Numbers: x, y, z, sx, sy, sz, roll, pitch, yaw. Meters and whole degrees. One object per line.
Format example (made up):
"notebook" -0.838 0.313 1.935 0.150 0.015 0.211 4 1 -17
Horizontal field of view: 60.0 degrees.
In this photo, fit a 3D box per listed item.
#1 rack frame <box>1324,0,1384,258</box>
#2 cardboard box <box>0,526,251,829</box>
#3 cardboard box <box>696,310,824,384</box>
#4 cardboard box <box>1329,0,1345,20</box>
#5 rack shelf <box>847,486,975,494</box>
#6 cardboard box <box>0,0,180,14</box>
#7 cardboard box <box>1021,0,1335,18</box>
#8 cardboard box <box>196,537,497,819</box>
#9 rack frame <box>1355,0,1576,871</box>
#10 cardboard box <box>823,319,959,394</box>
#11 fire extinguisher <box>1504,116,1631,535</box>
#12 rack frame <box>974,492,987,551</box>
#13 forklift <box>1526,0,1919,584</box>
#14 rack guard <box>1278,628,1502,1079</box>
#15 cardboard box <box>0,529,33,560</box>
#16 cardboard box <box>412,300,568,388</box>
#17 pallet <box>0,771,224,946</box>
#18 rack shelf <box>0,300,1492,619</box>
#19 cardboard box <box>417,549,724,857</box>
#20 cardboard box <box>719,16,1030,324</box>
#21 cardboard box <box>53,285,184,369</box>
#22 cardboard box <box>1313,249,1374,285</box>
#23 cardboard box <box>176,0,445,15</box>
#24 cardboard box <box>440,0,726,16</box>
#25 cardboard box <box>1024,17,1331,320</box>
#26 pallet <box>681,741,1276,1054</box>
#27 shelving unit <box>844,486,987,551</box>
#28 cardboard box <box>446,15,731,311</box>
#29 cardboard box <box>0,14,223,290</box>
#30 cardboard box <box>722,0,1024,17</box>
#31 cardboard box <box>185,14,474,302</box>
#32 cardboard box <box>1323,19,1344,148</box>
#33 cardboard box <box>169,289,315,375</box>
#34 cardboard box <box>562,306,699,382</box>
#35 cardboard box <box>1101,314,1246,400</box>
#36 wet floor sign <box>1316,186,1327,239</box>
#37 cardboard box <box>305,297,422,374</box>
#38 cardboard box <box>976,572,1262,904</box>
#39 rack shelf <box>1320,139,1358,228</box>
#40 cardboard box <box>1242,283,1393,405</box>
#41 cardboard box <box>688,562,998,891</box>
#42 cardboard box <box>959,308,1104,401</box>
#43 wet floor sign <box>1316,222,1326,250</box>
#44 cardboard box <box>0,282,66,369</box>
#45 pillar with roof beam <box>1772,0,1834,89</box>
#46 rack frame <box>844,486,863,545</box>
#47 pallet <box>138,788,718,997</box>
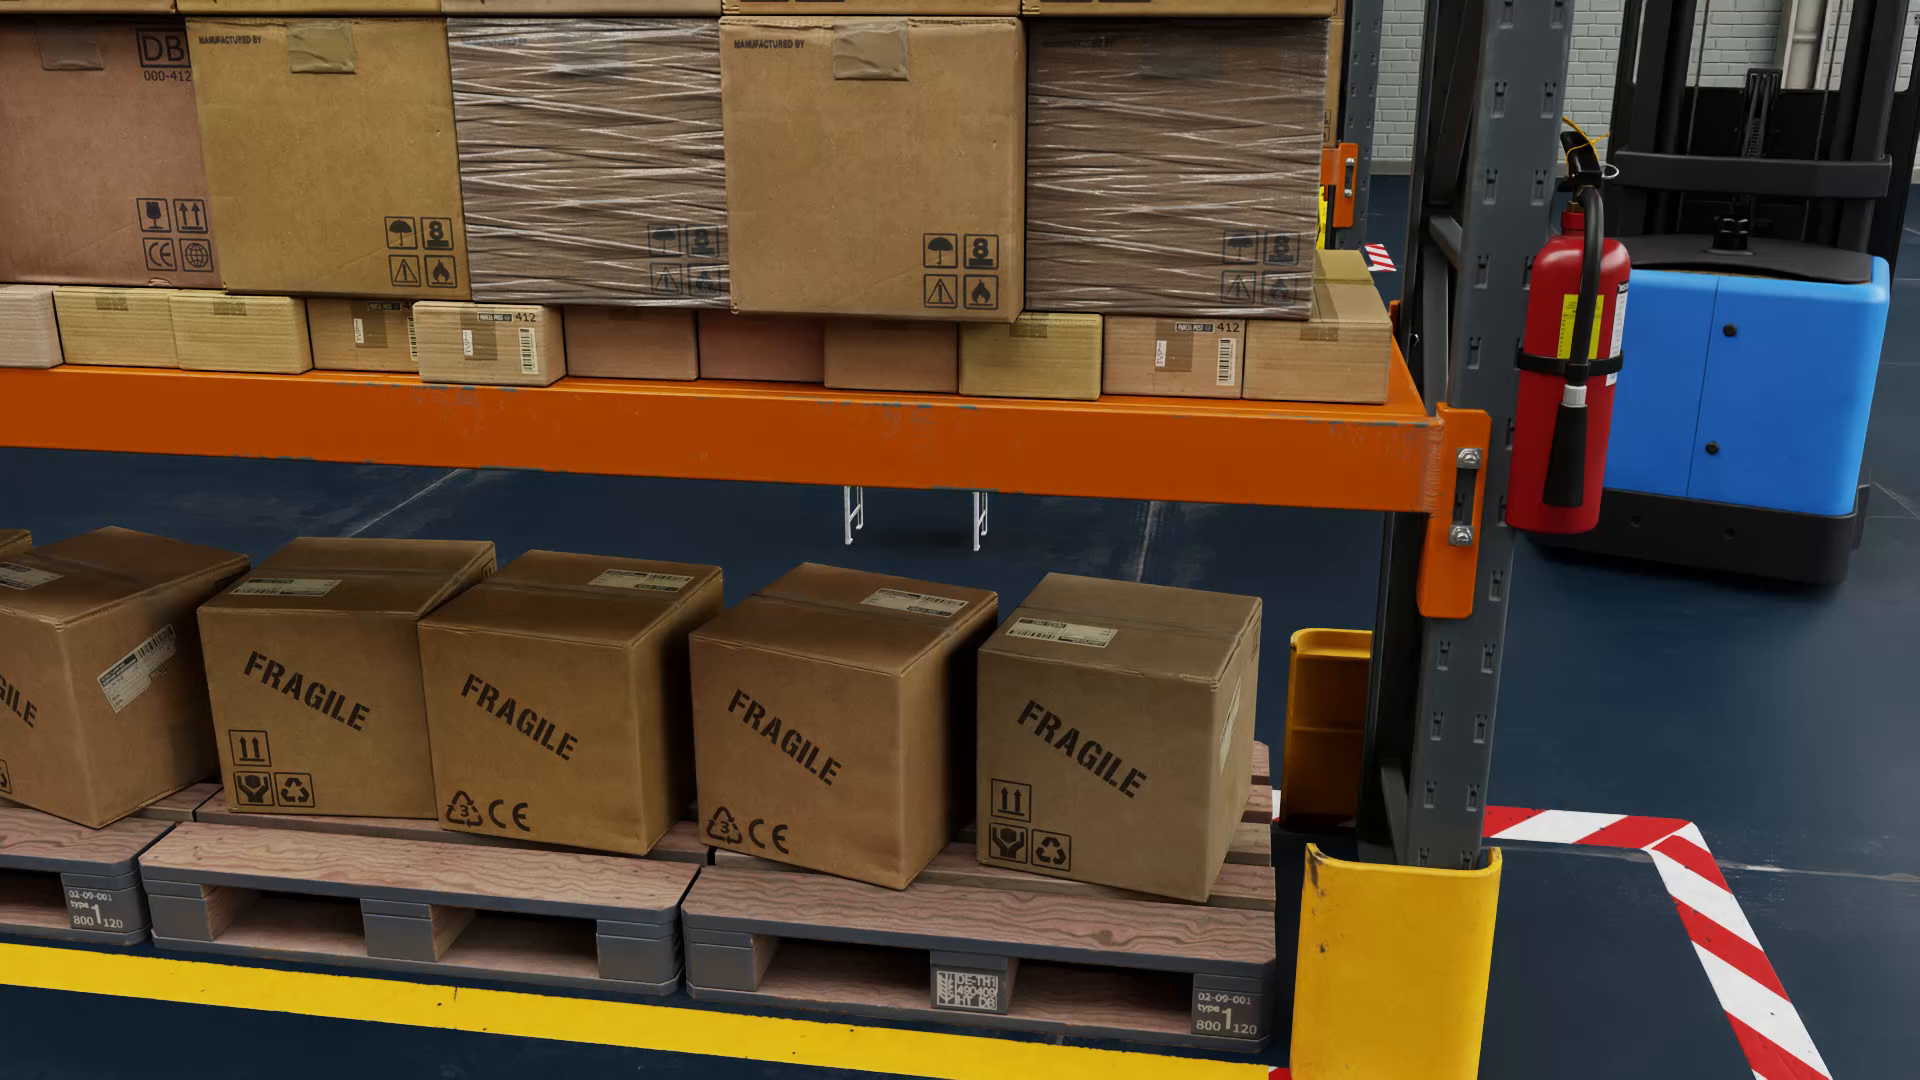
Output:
"rack frame" 1.853 -2.088 7.816 0.127 3.000 1.000 3 19 9
"cardboard box" -2.028 0.305 3.942 0.500 0.500 0.500 9 21 26
"cardboard box" -0.334 -0.422 3.233 0.250 0.149 0.380 3 19 9
"cardboard box" 1.492 -2.702 7.713 0.550 0.550 0.875 3 19 9
"rack shelf" -0.163 -0.289 6.234 0.480 0.148 0.258 3 19 9
"cardboard box" -1.592 -1.251 3.112 0.500 0.500 0.500 3 19 9
"cardboard box" 0.384 -1.152 2.817 0.500 0.500 0.500 3 19 9
"cardboard box" -1.402 0.312 3.922 0.500 0.500 0.500 1 19 4
"rack frame" 0.966 -0.539 3.187 0.127 3.000 1.000 3 19 9
"cardboard box" -0.094 -0.396 3.156 0.250 0.149 0.380 3 19 9
"fire extinguisher" 1.006 -0.352 2.751 0.183 0.674 0.296 3 19 9
"rack frame" 0.077 -0.565 6.101 0.015 1.200 0.240 3 19 9
"forklift" 3.213 -1.661 6.649 1.130 2.935 3.031 9 21 26
"rack guard" 0.891 0.642 3.595 0.348 0.500 1.175 3 19 9
"cardboard box" -2.595 0.278 4.021 0.500 0.500 0.500 2 19 7
"cardboard box" -0.846 -0.412 3.204 0.250 0.149 0.380 3 19 9
"pallet" -2.315 0.605 4.163 1.213 0.211 1.003 3 19 9
"rack shelf" -1.009 -0.299 3.602 4.000 0.370 1.077 3 19 9
"cardboard box" -0.858 0.354 3.796 0.500 0.500 0.500 5 19 14
"cardboard box" -0.085 -0.751 3.195 0.500 0.500 0.875 3 19 9
"cardboard box" -1.581 -0.461 3.350 0.250 0.149 0.380 3 19 9
"cardboard box" 0.723 -0.509 3.493 0.250 0.149 0.380 3 19 9
"cardboard box" -1.096 -1.229 3.047 0.500 0.500 0.500 3 19 9
"cardboard box" -0.604 -1.201 2.964 0.500 0.500 0.500 3 19 9
"cardboard box" 0.427 -0.764 3.232 0.500 0.500 0.875 3 19 9
"pallet" 0.095 0.727 3.796 1.213 0.211 1.003 3 19 9
"shelving unit" -0.163 -0.577 6.138 0.503 1.200 0.258 3 19 9
"cardboard box" -0.572 -0.790 3.311 0.500 0.500 0.875 3 19 9
"cardboard box" -1.551 -0.857 3.511 0.500 0.500 0.875 3 19 9
"cardboard box" -0.111 -1.175 2.887 0.500 0.500 0.500 3 19 9
"cardboard box" -1.064 -0.819 3.397 0.500 0.500 0.875 3 19 9
"cardboard box" 1.479 -2.164 7.806 0.550 0.550 0.875 3 19 9
"cardboard box" -1.336 -0.445 3.302 0.250 0.149 0.380 3 19 9
"cardboard box" -0.585 -0.427 3.249 0.250 0.149 0.380 3 19 9
"cardboard box" 0.405 -0.382 3.115 0.250 0.149 0.380 3 19 9
"wet floor sign" 2.556 -2.183 11.809 0.232 0.644 0.267 10 21 27
"cardboard box" -1.081 -0.447 3.306 0.250 0.149 0.380 3 19 9
"cardboard box" 0.352 0.410 3.627 0.500 0.500 0.500 7 20 19
"rack shelf" -0.122 -1.847 8.231 4.000 0.370 1.077 3 19 9
"cardboard box" 0.652 -0.370 3.077 0.250 0.149 0.380 3 19 9
"cardboard box" -0.243 0.391 3.685 0.500 0.500 0.500 8 20 23
"cardboard box" 0.150 -0.379 3.104 0.250 0.149 0.380 3 19 9
"wet floor sign" 2.195 -1.590 10.039 0.232 0.644 0.267 0 19 -1
"cardboard box" -1.834 -0.461 3.348 0.250 0.149 0.380 3 19 9
"pillar with roof beam" 8.018 -6.711 12.178 0.400 9.000 9.100 3 19 9
"rack frame" -0.404 -0.590 6.174 0.015 1.200 0.240 3 19 9
"pallet" -1.106 0.665 3.982 1.213 0.211 1.003 3 19 9
